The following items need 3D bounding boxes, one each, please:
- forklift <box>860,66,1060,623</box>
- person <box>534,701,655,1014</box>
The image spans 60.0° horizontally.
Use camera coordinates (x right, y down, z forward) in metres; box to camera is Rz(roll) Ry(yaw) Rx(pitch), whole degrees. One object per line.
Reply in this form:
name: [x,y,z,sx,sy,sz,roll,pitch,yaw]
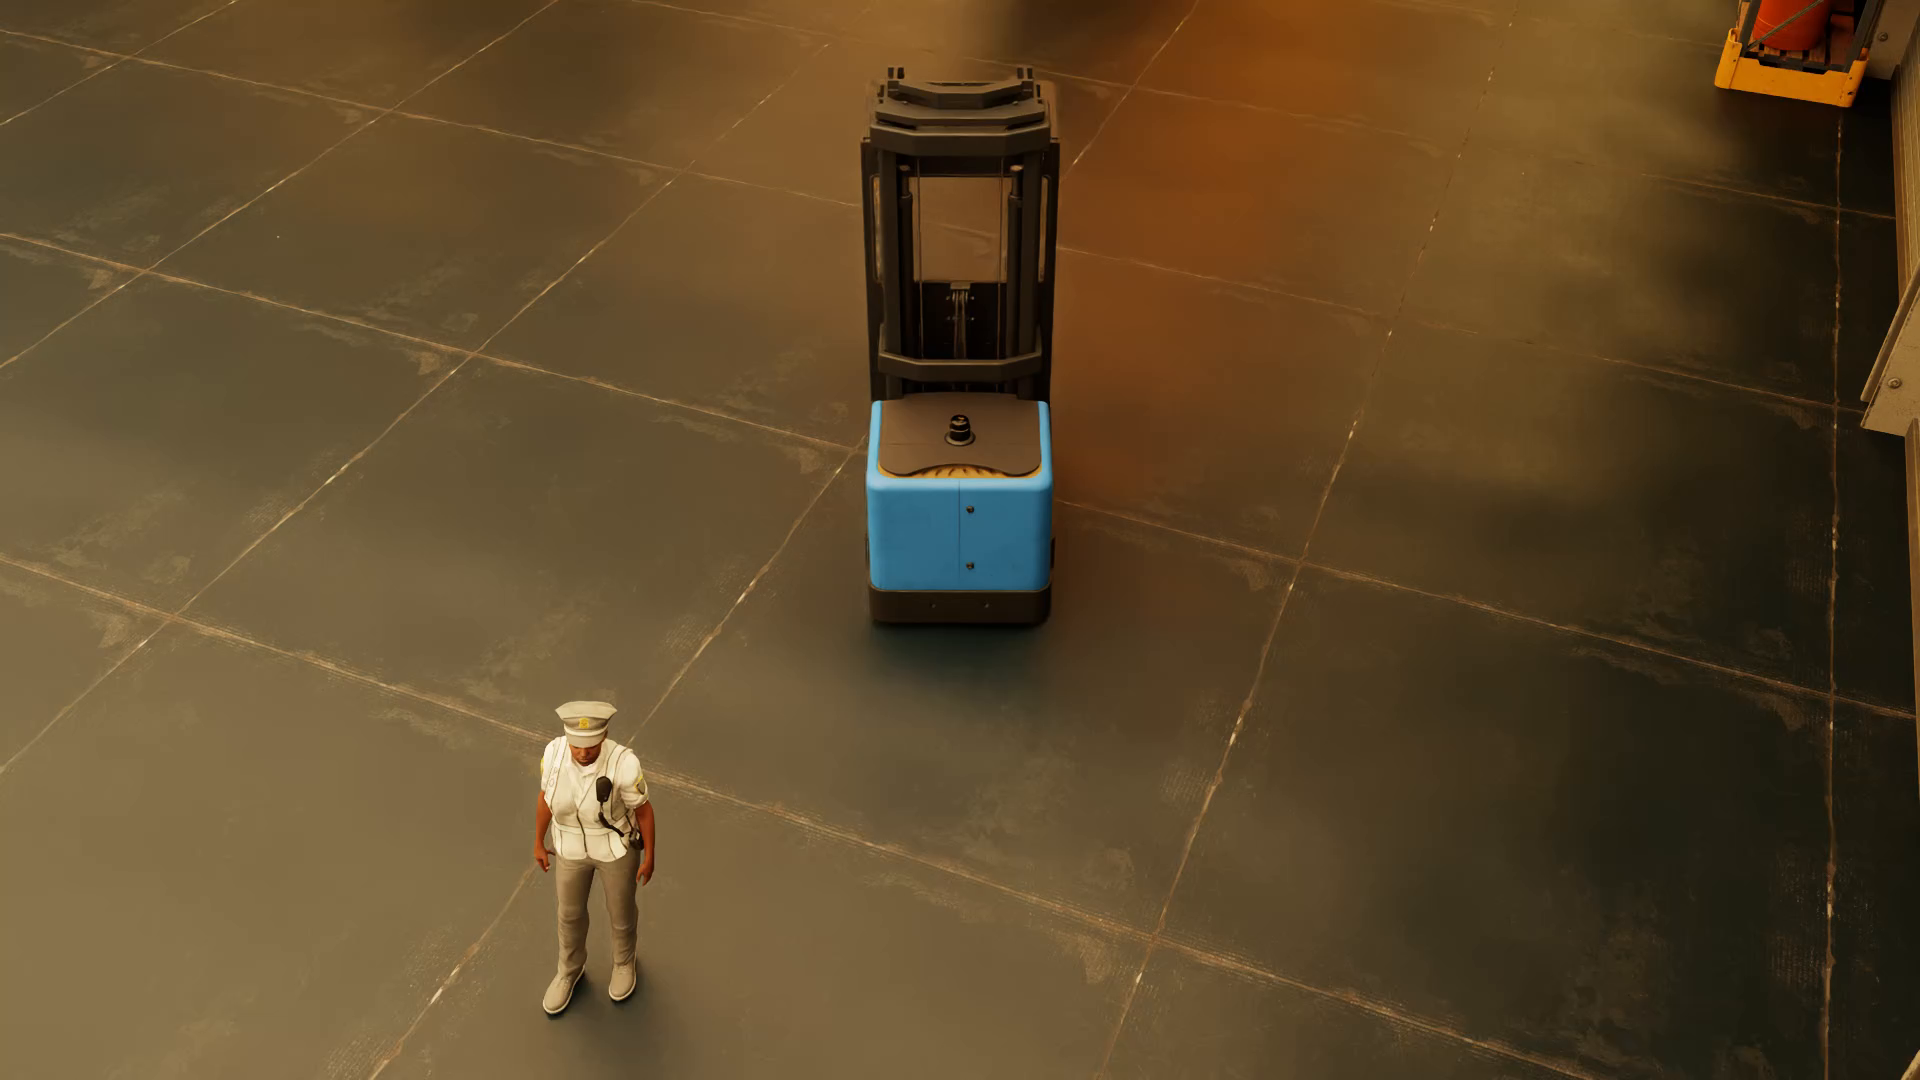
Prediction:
forklift: [0.003,-1.563,9.873,1.130,2.935,3.031,0,40,0]
person: [-1.624,1.393,7.296,0.569,1.693,0.529,5,40,5]
